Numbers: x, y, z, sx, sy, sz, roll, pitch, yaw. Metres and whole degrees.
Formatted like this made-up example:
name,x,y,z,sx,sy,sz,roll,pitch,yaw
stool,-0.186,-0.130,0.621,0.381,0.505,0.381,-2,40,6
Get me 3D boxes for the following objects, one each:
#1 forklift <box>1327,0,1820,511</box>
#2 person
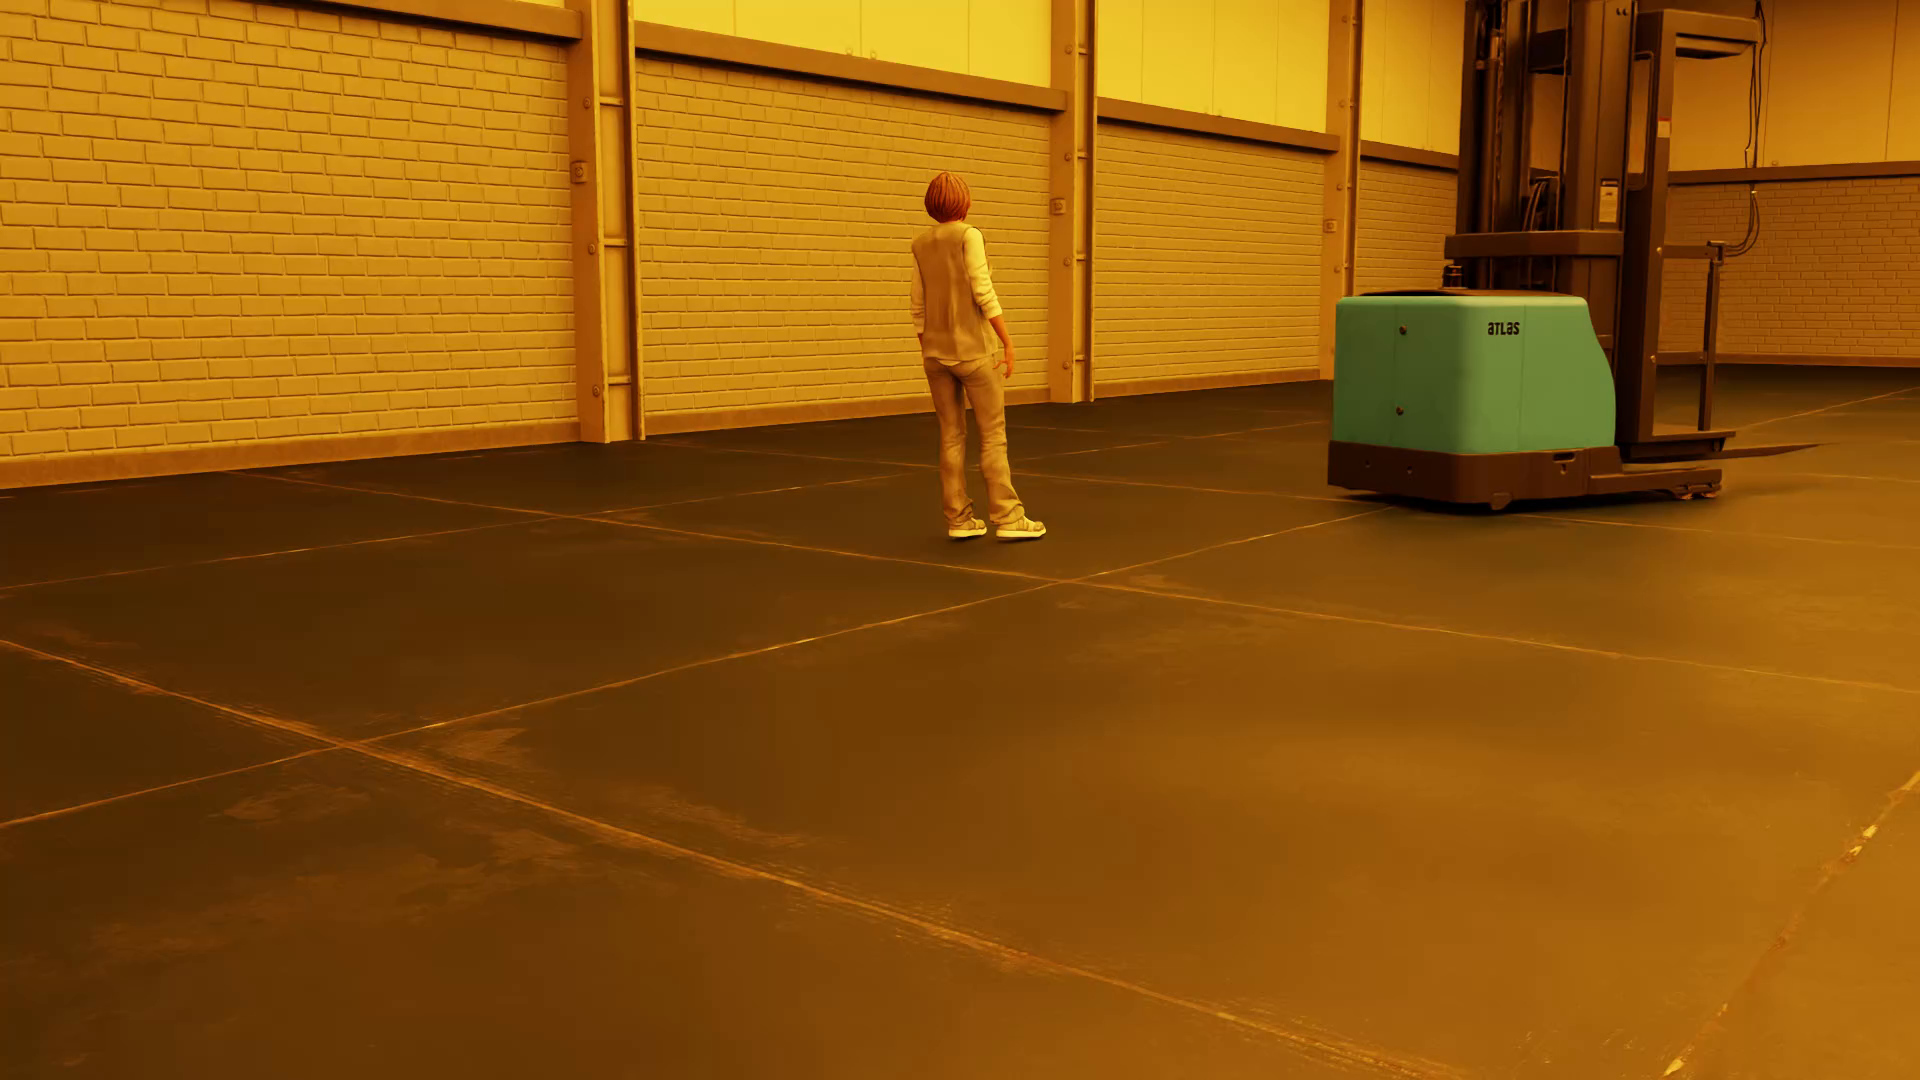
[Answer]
name,x,y,z,sx,sy,sz,roll,pitch,yaw
forklift,3.520,-1.724,9.060,3.031,2.935,1.130,-5,9,-29
person,0.058,-0.805,7.337,0.520,1.599,0.473,7,11,38
